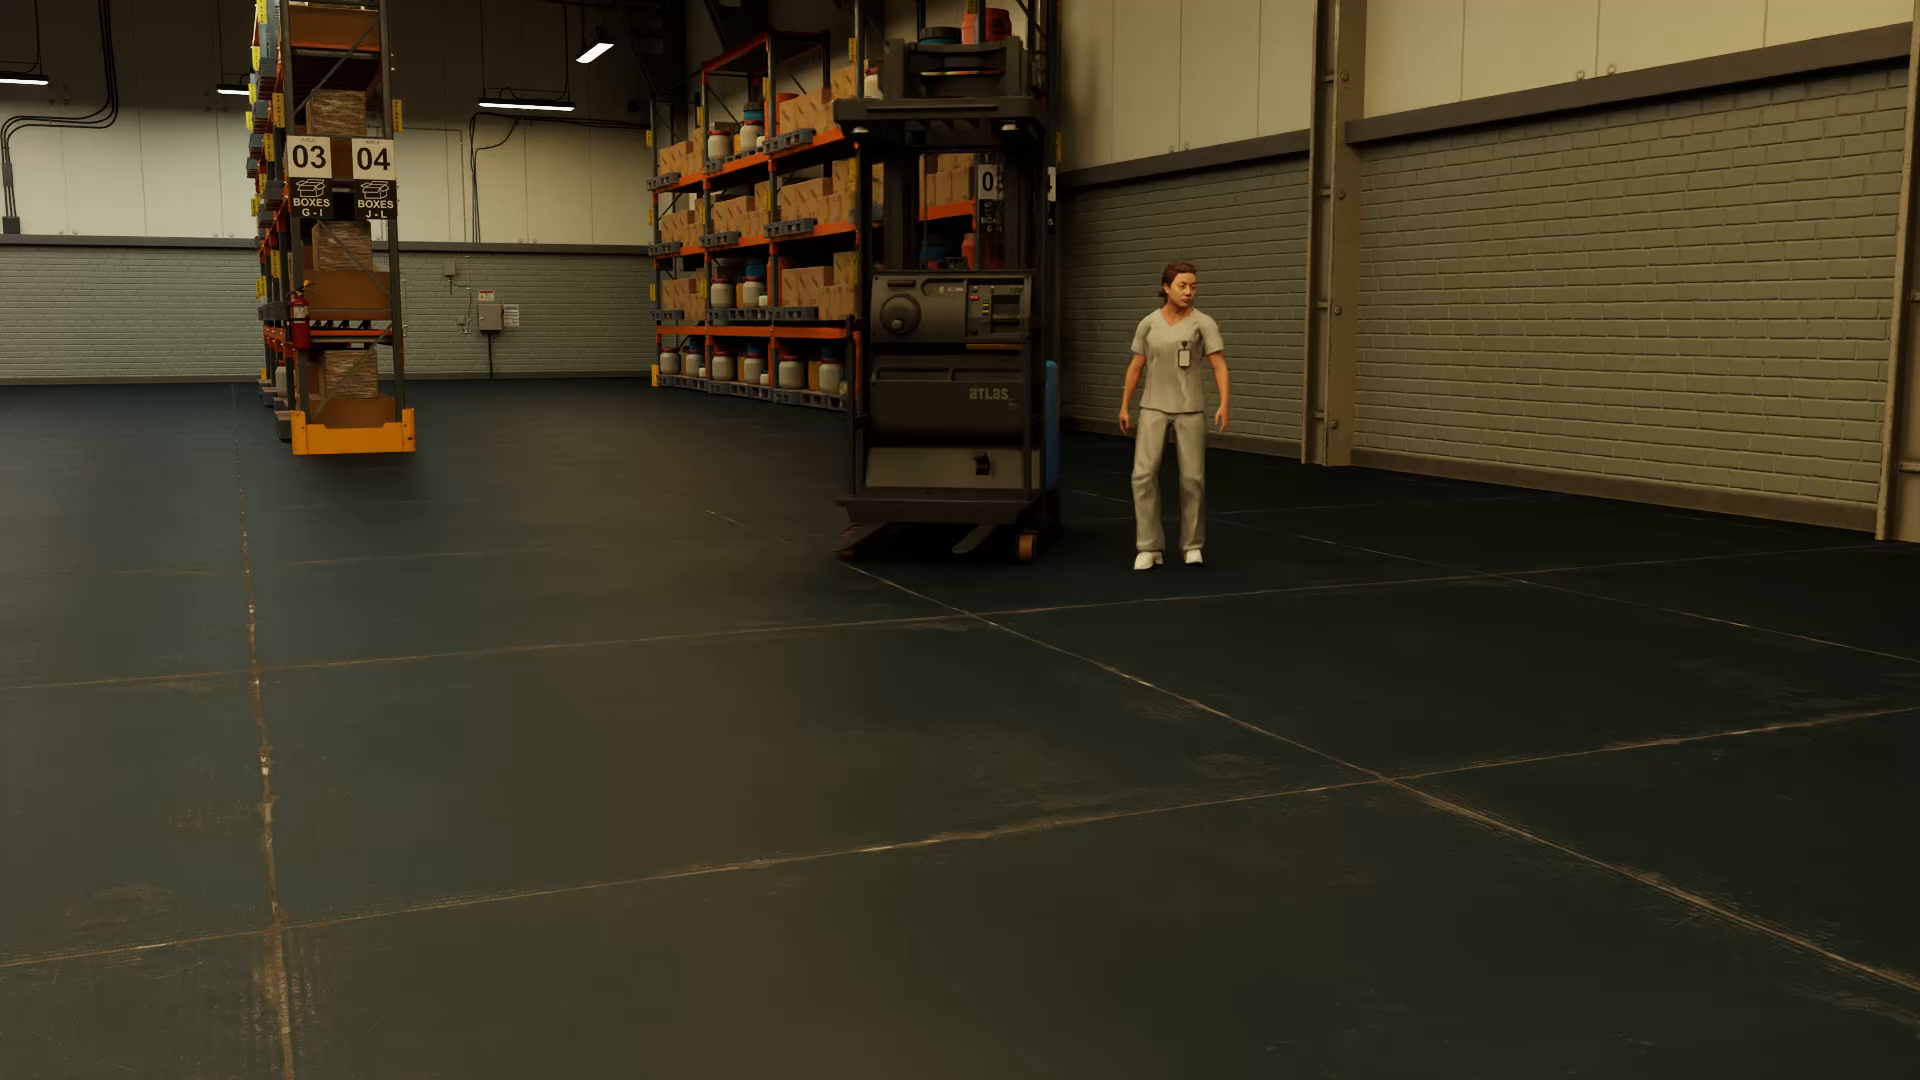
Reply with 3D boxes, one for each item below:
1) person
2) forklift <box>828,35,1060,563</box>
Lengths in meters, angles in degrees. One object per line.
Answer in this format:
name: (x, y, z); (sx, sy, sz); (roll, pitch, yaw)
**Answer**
person: (1.148, -0.679, 8.996); (0.629, 1.653, 0.573); (2, 8, 17)
forklift: (-0.080, -1.374, 9.360); (1.130, 2.935, 3.031); (1, 8, 8)
